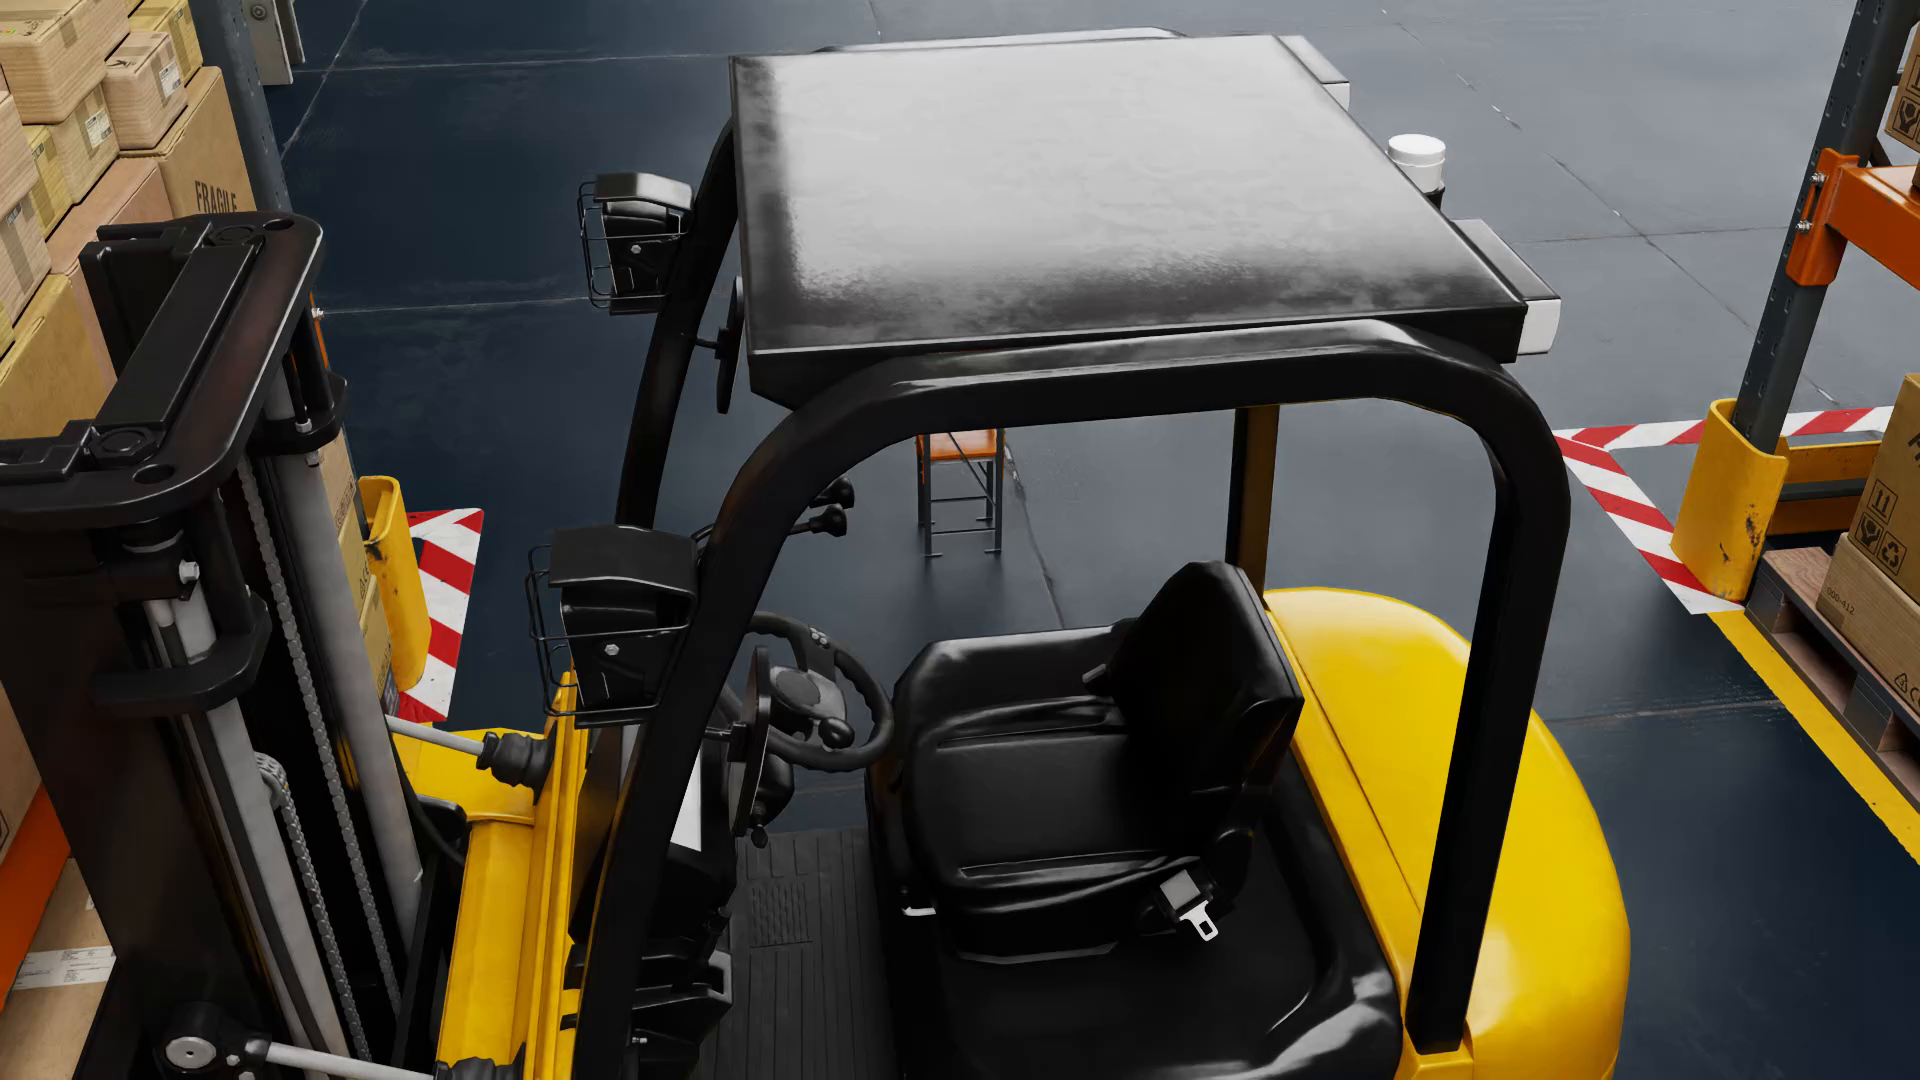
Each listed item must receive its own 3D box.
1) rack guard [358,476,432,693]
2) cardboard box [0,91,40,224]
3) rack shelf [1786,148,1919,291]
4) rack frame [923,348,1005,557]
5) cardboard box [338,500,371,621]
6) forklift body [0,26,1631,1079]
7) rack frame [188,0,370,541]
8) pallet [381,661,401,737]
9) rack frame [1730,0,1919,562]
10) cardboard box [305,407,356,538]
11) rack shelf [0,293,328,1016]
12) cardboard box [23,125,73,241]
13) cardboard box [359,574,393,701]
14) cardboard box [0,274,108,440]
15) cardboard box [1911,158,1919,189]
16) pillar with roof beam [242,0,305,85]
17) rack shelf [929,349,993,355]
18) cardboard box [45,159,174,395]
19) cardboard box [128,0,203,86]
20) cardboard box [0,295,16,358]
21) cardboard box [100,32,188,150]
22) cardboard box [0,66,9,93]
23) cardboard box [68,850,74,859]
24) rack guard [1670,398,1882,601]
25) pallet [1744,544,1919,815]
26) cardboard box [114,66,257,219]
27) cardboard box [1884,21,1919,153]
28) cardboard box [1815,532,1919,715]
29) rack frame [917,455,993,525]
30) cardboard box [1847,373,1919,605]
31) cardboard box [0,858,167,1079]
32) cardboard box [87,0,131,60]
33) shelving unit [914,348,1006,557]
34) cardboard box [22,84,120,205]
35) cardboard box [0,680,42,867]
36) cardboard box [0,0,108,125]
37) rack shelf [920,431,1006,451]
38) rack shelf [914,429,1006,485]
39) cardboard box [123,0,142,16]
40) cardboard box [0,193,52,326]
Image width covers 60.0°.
[{"bbox_3d":[-2.109,0.164,4.566,1.175,0.500,0.348,-4,35,-6],"label":"rack guard"},{"bbox_3d":[-1.618,-0.544,2.455,0.380,0.149,0.250,-4,34,-5],"label":"cardboard box"},{"bbox_3d":[3.081,0.179,2.962,1.077,0.370,4.000,-4,35,-6],"label":"rack shelf"},{"bbox_3d":[0.010,-0.453,4.849,0.240,1.200,0.006,-4,35,-6],"label":"rack frame"},{"bbox_3d":[-1.731,0.148,3.994,0.500,0.250,0.500,-5,35,-7],"label":"cardboard box"},{"bbox_3d":[-0.043,0.415,2.731,2.313,2.155,1.214,-4,35,-6],"label":"forklift body"},{"bbox_3d":[-2.106,-0.856,3.842,1.000,3.000,0.127,-4,35,-6],"label":"rack frame"},{"bbox_3d":[-1.962,0.720,4.006,1.003,0.211,1.213,-4,35,-6],"label":"pallet"},{"bbox_3d":[2.812,-1.234,4.397,1.000,3.000,0.127,-4,35,-6],"label":"rack frame"},{"bbox_3d":[-1.735,-0.073,3.874,0.500,0.250,0.500,-3,34,-5],"label":"cardboard box"},{"bbox_3d":[-1.837,0.557,2.407,1.077,0.370,4.000,-4,35,-6],"label":"rack shelf"},{"bbox_3d":[-1.722,-0.564,2.749,0.380,0.149,0.250,-5,35,-7],"label":"cardboard box"},{"bbox_3d":[-1.730,0.345,4.149,0.500,0.250,0.500,-4,34,-6],"label":"cardboard box"},{"bbox_3d":[-1.650,-0.066,2.595,0.500,0.500,0.500,-5,35,-7],"label":"cardboard box"},{"bbox_3d":[2.653,-0.925,4.167,0.380,0.149,0.250,-4,35,-6],"label":"cardboard box"},{"bbox_3d":[0.553,-6.552,6.874,9.100,9.000,0.400,-4,35,-6],"label":"pillar with roof beam"},{"bbox_3d":[-0.002,-0.566,4.881,0.258,0.103,0.180,-4,35,-6],"label":"rack shelf"},{"bbox_3d":[-1.719,-0.352,3.015,0.500,0.500,0.500,-3,34,-5],"label":"cardboard box"},{"bbox_3d":[-1.782,-0.993,3.379,0.380,0.149,0.250,-4,34,-6],"label":"cardboard box"},{"bbox_3d":[-1.585,-0.279,2.331,0.380,0.149,0.250,-4,34,-6],"label":"cardboard box"},{"bbox_3d":[-1.718,-0.853,3.173,0.380,0.149,0.250,-4,34,-6],"label":"cardboard box"},{"bbox_3d":[-1.763,-0.681,2.656,0.380,0.149,0.250,-4,34,-6],"label":"cardboard box"},{"bbox_3d":[-1.583,0.492,3.045,0.500,0.250,0.500,-4,34,-6],"label":"cardboard box"},{"bbox_3d":[2.822,-0.159,5.039,1.175,0.500,0.348,-4,35,-6],"label":"rack guard"},{"bbox_3d":[2.896,0.417,4.451,1.003,0.211,1.213,-4,35,-6],"label":"pallet"},{"bbox_3d":[-1.780,-0.643,3.440,0.500,0.500,0.500,-5,35,-7],"label":"cardboard box"},{"bbox_3d":[2.601,-1.113,3.866,0.500,0.500,0.500,-5,35,-7],"label":"cardboard box"},{"bbox_3d":[2.646,0.200,4.362,0.500,0.250,0.500,-5,35,-7],"label":"cardboard box"},{"bbox_3d":[-0.014,-0.555,4.999,0.240,1.200,0.006,-4,35,-6],"label":"rack frame"},{"bbox_3d":[2.650,-0.097,4.131,0.500,0.500,0.500,-5,35,-8],"label":"cardboard box"},{"bbox_3d":[-1.522,0.776,2.629,0.500,0.250,0.500,-5,35,-7],"label":"cardboard box"},{"bbox_3d":[-1.785,-0.969,3.079,0.380,0.149,0.250,-4,35,-6],"label":"cardboard box"},{"bbox_3d":[-0.002,-0.504,4.924,0.258,1.200,0.189,-4,35,-6],"label":"shelving unit"},{"bbox_3d":[-1.744,-0.703,2.954,0.380,0.149,0.250,-4,34,-5],"label":"cardboard box"},{"bbox_3d":[-1.571,0.213,2.185,0.500,0.500,0.500,-4,34,-6],"label":"cardboard box"},{"bbox_3d":[-1.723,-0.825,2.868,0.380,0.149,0.250,-4,34,-5],"label":"cardboard box"},{"bbox_3d":[-0.002,-0.368,5.017,0.258,0.103,0.180,-4,35,-6],"label":"rack shelf"},{"bbox_3d":[-0.002,-0.269,5.084,0.258,0.103,0.180,-4,35,-6],"label":"rack shelf"},{"bbox_3d":[-1.849,-1.104,3.278,0.380,0.149,0.250,-4,35,-6],"label":"cardboard box"},{"bbox_3d":[-1.639,-0.419,2.536,0.380,0.149,0.250,-5,35,-8],"label":"cardboard box"}]
